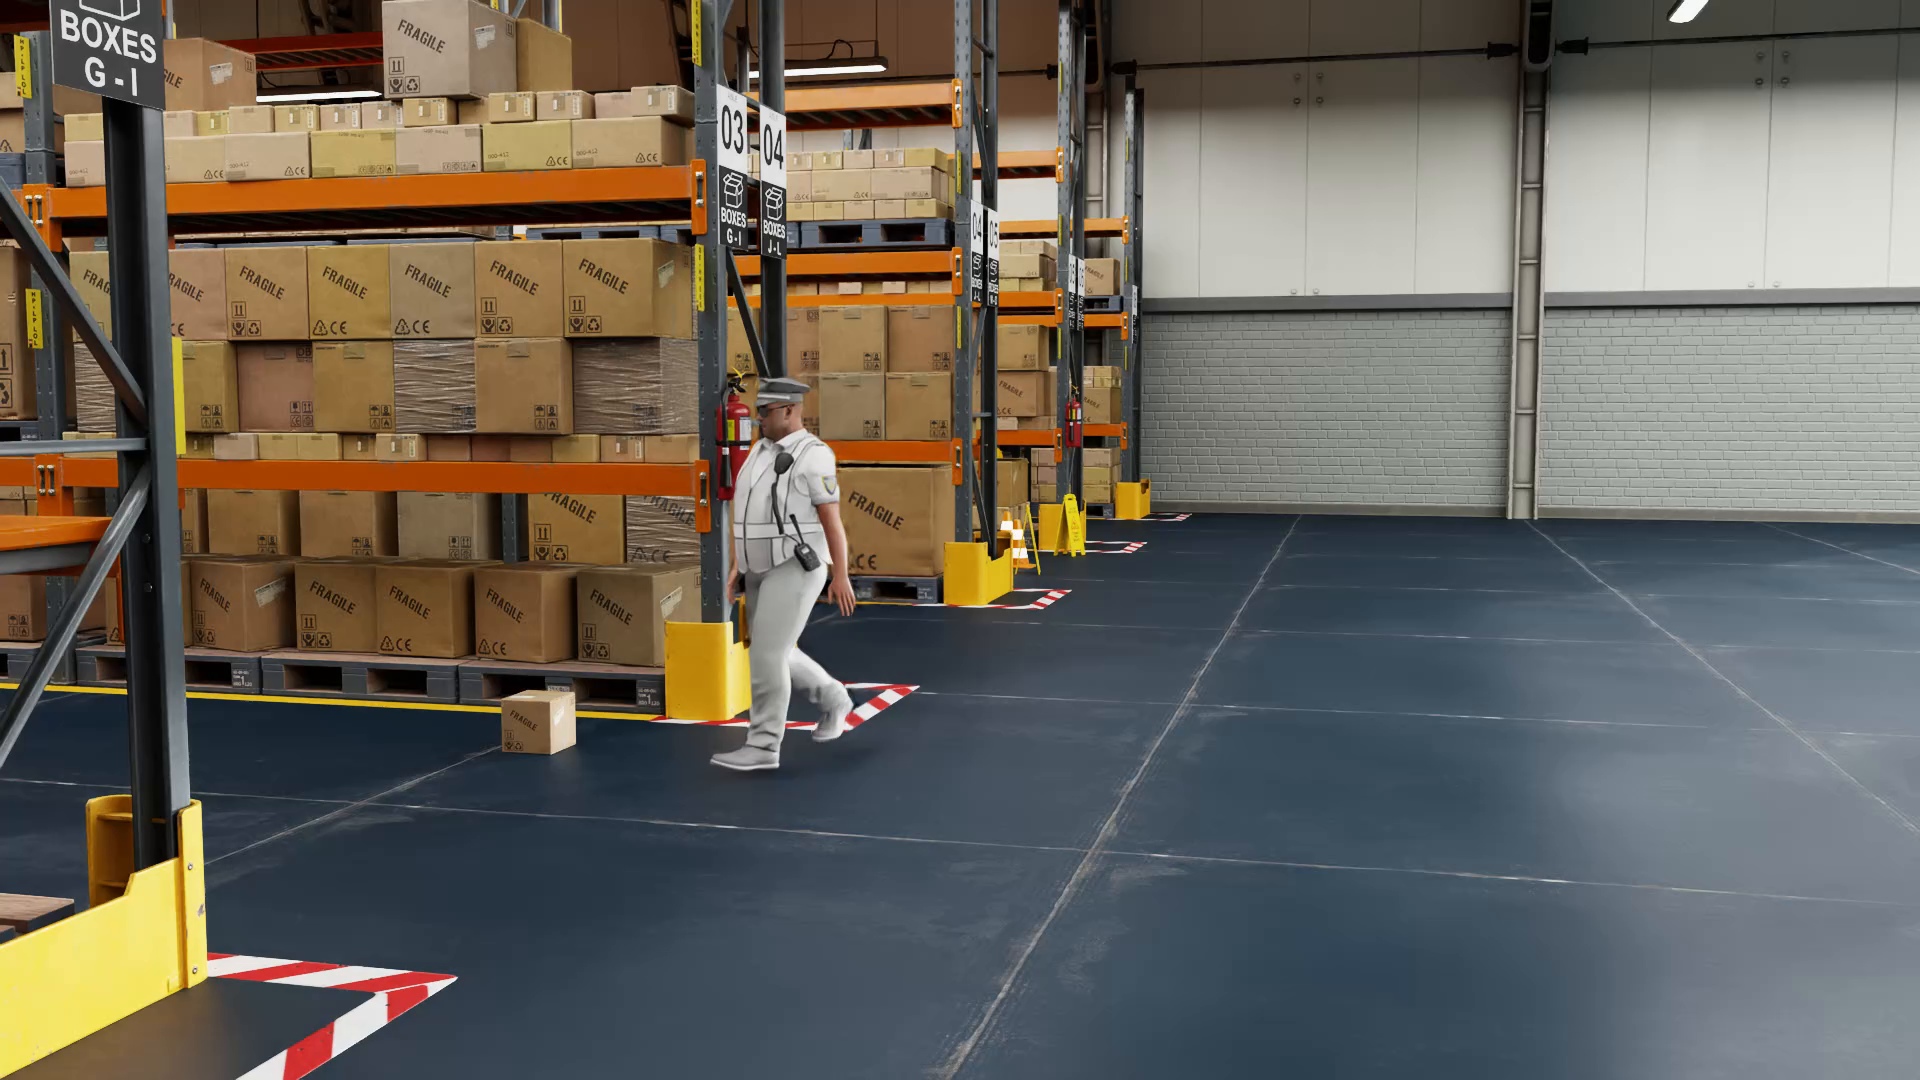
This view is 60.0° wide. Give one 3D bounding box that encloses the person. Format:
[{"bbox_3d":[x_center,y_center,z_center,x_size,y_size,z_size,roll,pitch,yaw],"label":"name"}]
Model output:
[{"bbox_3d":[-0.773,0.133,7.399,0.900,1.714,0.612,-5,7,-45],"label":"person"}]
